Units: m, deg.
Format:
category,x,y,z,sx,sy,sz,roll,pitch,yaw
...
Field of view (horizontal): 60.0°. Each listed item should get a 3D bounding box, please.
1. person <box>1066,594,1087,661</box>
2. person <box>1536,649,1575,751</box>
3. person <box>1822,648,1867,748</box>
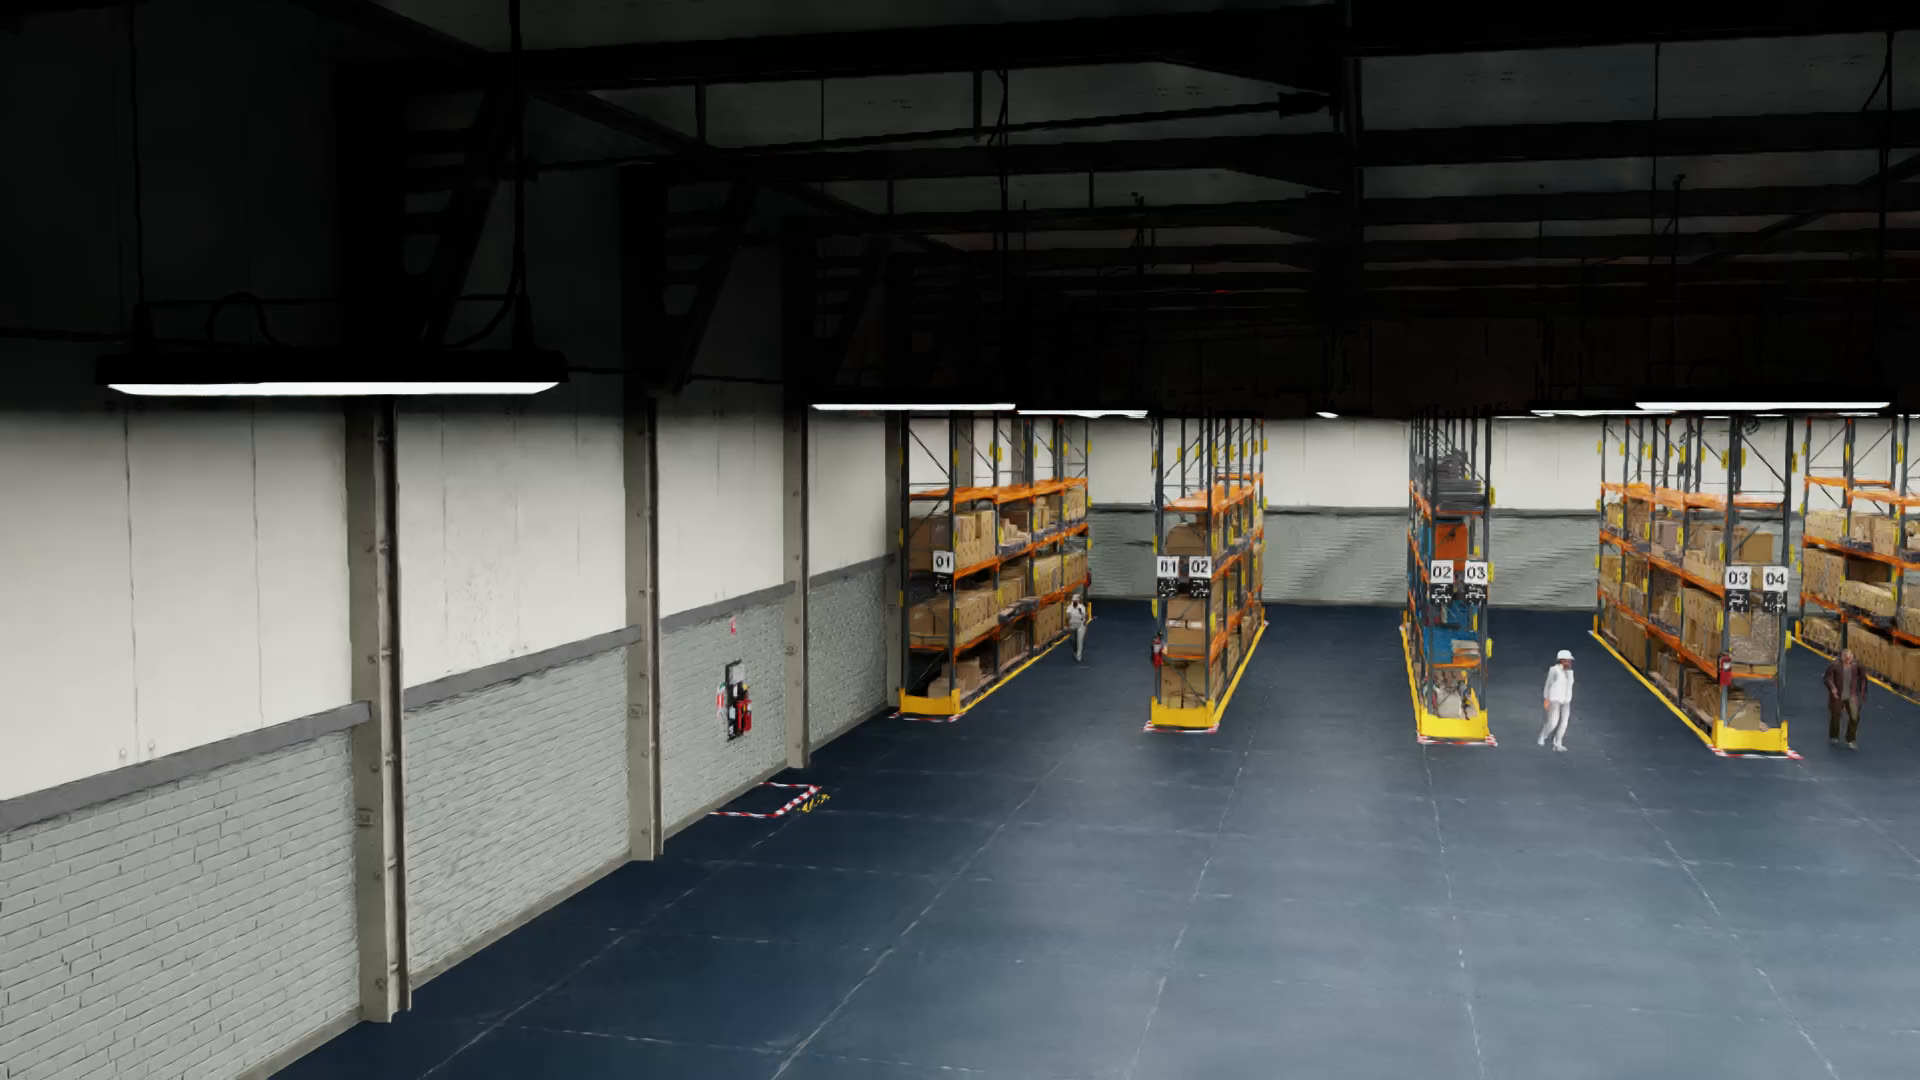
category,x,y,z,sx,sy,sz,roll,pitch,yaw
person,2.772,2.062,39.715,0.497,1.565,1.090,1,4,16
person,10.375,2.769,28.930,0.589,1.765,0.567,-2,4,-22
person,15.572,2.757,29.253,0.748,1.741,0.741,1,4,18
